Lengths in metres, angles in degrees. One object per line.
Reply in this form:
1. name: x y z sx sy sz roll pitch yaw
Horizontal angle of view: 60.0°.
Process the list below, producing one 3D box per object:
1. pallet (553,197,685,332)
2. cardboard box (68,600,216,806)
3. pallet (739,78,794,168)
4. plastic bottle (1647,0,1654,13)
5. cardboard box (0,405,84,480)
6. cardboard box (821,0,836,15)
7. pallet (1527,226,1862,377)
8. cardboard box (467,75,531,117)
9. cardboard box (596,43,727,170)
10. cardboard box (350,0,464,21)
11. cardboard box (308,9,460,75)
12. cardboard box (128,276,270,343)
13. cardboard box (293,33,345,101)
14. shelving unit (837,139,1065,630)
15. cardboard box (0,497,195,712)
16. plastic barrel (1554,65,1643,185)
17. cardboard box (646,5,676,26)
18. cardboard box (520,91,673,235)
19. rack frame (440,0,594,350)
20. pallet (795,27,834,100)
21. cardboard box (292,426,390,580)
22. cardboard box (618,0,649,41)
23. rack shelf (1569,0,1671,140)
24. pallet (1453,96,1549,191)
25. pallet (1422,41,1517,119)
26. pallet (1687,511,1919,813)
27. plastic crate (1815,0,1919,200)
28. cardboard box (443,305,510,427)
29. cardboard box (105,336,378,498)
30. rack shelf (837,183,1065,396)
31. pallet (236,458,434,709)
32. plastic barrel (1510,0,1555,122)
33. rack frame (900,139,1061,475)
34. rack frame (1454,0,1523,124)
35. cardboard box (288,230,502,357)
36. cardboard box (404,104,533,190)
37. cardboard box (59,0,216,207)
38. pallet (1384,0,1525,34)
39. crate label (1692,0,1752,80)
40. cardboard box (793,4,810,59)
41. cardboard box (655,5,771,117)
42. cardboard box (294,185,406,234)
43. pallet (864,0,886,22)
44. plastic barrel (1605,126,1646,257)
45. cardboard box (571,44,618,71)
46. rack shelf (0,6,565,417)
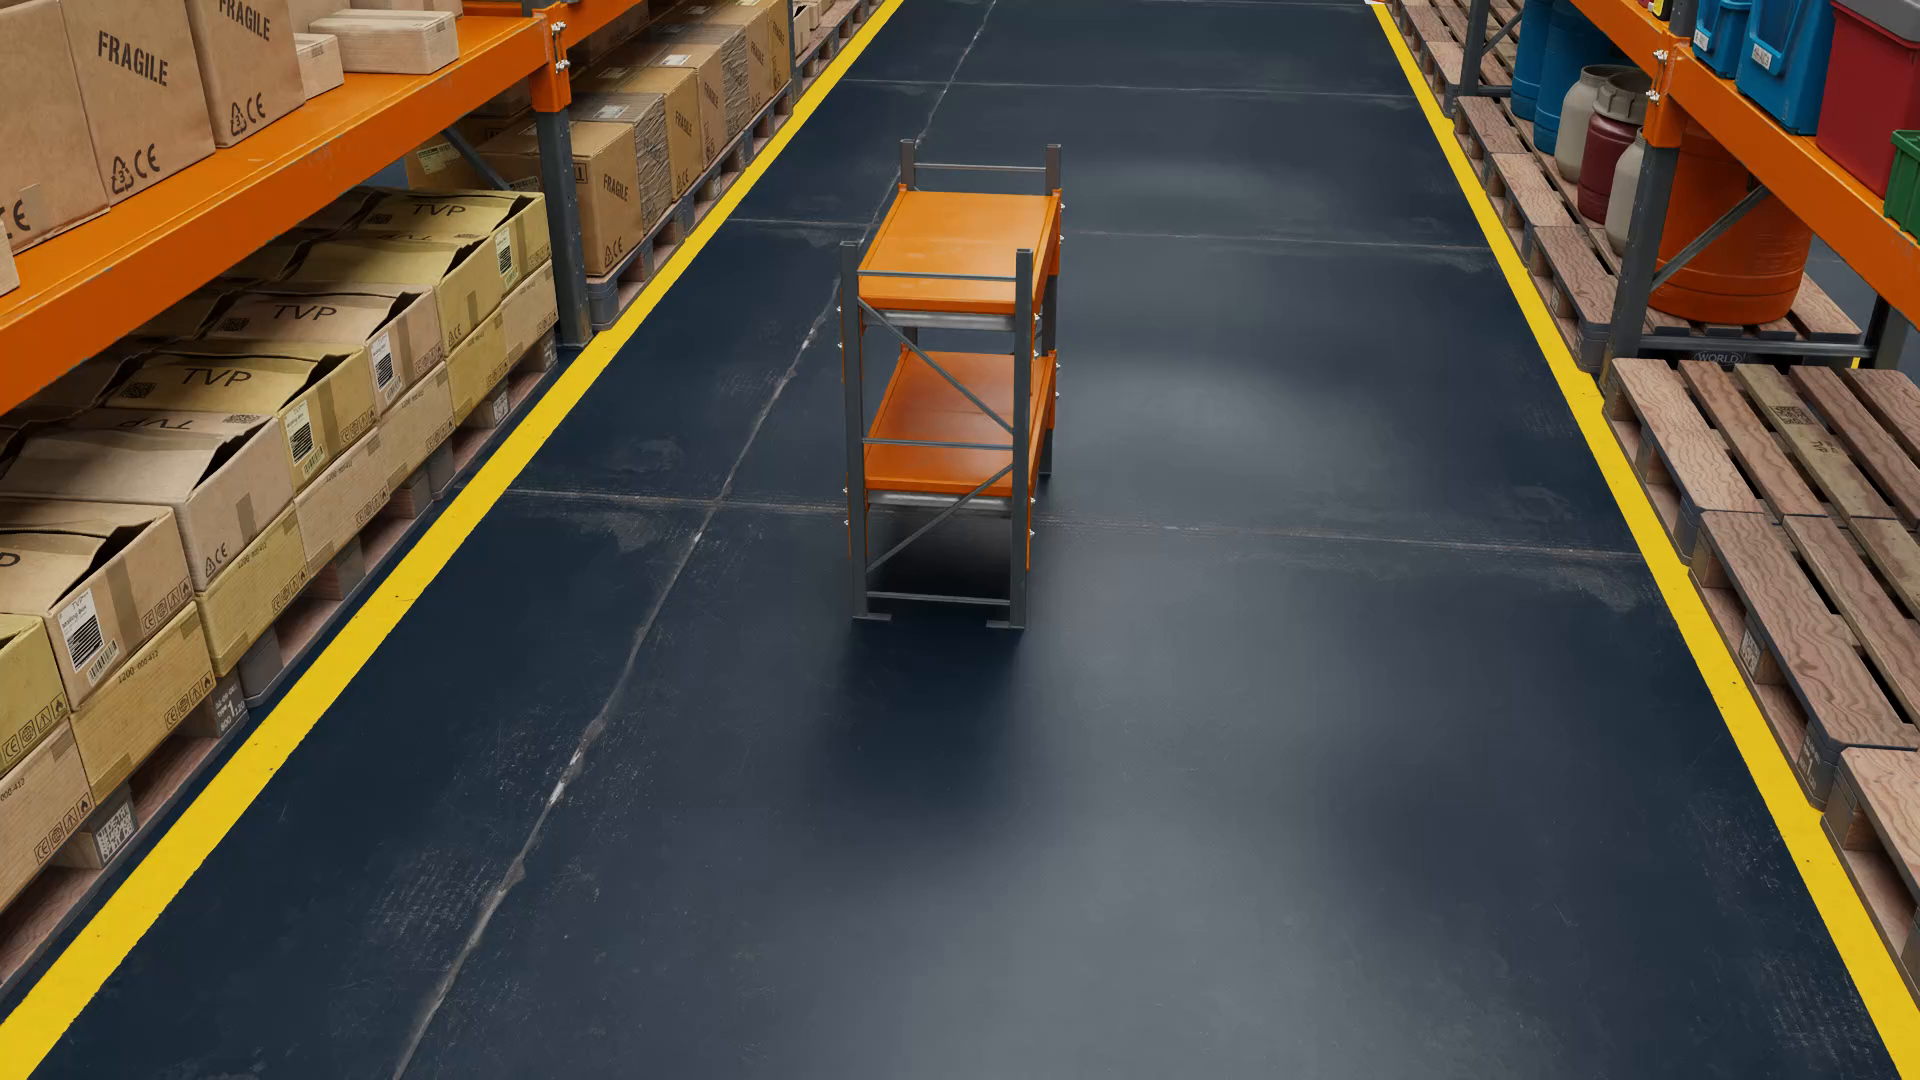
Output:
1. pallet: -1.867 -1.261 7.369 1.003 0.211 1.213 3 28 6
2. cardboard box: -2.127 0.353 3.889 0.500 0.250 0.500 4 29 7
3. pallet: -1.568 -2.410 9.501 1.003 0.211 1.213 3 28 6
4. plastic bottle: 2.578 -2.031 6.067 0.097 0.201 0.097 0 28 0
5. cardboard box: -2.600 -0.166 4.260 0.500 0.311 0.500 3 28 6
6. cardboard box: -1.281 -4.002 11.684 0.797 0.503 0.637 3 28 6
7. pallet: 2.975 -0.996 6.876 1.003 0.211 1.213 3 28 6
8. cardboard box: -2.112 -2.044 7.262 0.500 0.250 0.500 4 29 8
9. cardboard box: -1.473 -2.159 8.267 0.500 0.500 0.500 2 28 4
10. cardboard box: -2.084 -1.932 5.767 0.500 0.311 0.500 5 29 9
11. cardboard box: -1.832 -1.590 5.303 0.380 0.149 0.250 3 28 6
12. cardboard box: -2.473 -0.644 5.148 0.500 0.311 0.500 3 28 5
13. cardboard box: -2.097 -1.426 4.999 0.380 0.149 0.250 5 29 10
14. shelving unit: 0.001 -0.498 4.989 0.538 1.125 1.048 3 28 6
15. cardboard box: -2.122 0.106 3.755 0.500 0.311 0.500 3 28 6
16. plastic barrel: 3.081 -1.974 7.931 0.421 0.512 0.421 0 28 0
17. cardboard box: -1.862 -2.651 9.179 0.500 0.500 0.500 4 29 7
18. cardboard box: -1.598 -1.677 7.373 0.500 0.500 0.500 2 28 4
19. rack frame: -1.996 -2.140 6.059 1.000 3.000 0.127 3 28 6
20. pallet: -1.421 -3.118 10.816 1.003 0.211 1.213 3 28 6
21. cardboard box: -2.003 -0.131 4.786 0.500 0.250 0.500 4 29 7
22. cardboard box: -1.930 -2.762 8.595 0.500 0.250 0.500 3 29 6
23. rack shelf: 3.164 -2.475 7.440 1.077 0.370 4.000 3 28 6
24. pallet: 3.274 -2.145 9.008 1.003 0.211 1.213 3 28 6
25. pallet: 3.461 -2.854 10.325 1.003 0.211 1.213 3 28 6
26. pallet: 2.634 0.312 4.447 1.003 0.211 1.213 3 28 6
27. plastic crate: 2.418 -1.136 4.128 0.402 0.464 0.583 3 28 6
28. cardboard box: -1.878 -0.610 5.675 0.500 0.250 0.500 3 28 6
29. cardboard box: -2.001 -0.382 4.662 0.500 0.311 0.500 4 29 8
30. rack shelf: 0.001 -0.756 4.850 0.538 0.278 1.000 3 28 6
31. pallet: -2.288 0.046 4.943 1.003 0.211 1.213 3 28 6
32. plastic barrel: 3.326 -2.739 8.941 0.600 0.901 0.708 3 28 6
33. rack frame: 0.063 -0.738 5.433 0.500 1.125 0.032 3 28 6
34. rack frame: 3.409 -3.733 9.017 1.000 3.000 0.127 3 28 6
35. cardboard box: -1.873 -0.855 5.540 0.500 0.311 0.500 3 28 5
36. cardboard box: -2.115 -1.687 7.390 0.500 0.500 0.500 4 29 8
37. cardboard box: -2.250 -1.145 4.108 0.500 0.500 0.500 3 28 6
38. pallet: 3.760 -4.002 12.457 1.003 0.211 1.213 3 28 6
39. crate label: 2.496 -1.600 5.234 0.303 0.233 0.416 3 28 6
40. cardboard box: -1.240 -3.218 10.431 0.500 0.311 0.500 3 28 6
41. cardboard box: -1.351 -2.635 9.150 0.500 0.500 0.500 3 29 6
42. cardboard box: -2.352 -1.132 6.053 0.500 0.311 0.500 4 29 8
43. pallet: -1.122 -4.267 12.948 1.003 0.211 1.213 3 28 6
44. plastic barrel: 2.943 -1.442 6.945 0.421 0.512 0.421 0 28 0
45. cardboard box: -1.993 -2.178 8.302 0.500 0.500 0.500 2 28 4
46. rack shelf: -2.241 -0.882 4.482 1.077 0.370 4.000 3 28 6
